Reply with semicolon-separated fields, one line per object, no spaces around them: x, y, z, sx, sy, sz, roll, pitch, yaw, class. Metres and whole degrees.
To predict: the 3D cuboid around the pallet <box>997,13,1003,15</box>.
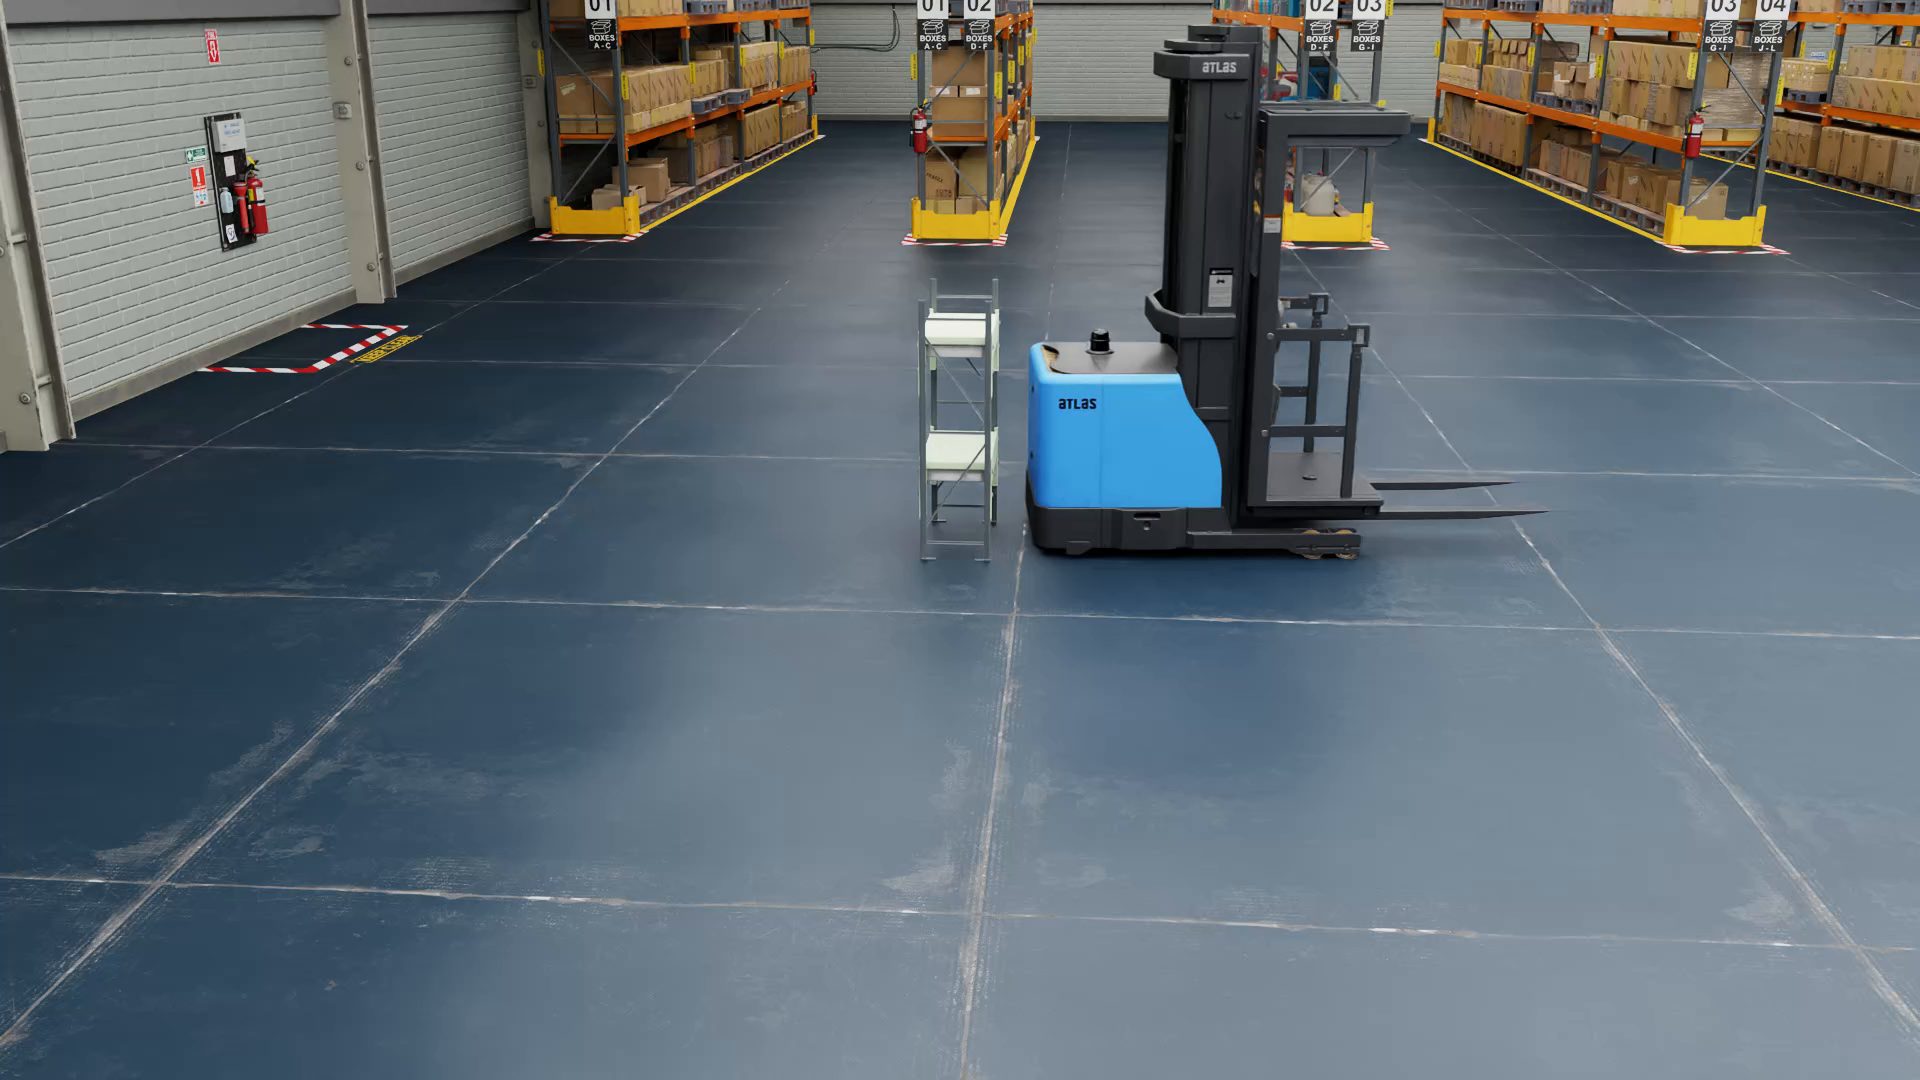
0.285;-8.357;26.100;0.805;0.209;1.217;1;18;2;pallet

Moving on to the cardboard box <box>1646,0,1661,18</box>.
9.719;-7.264;22.697;0.500;0.250;0.500;1;18;3;cardboard box

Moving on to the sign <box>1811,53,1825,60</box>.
21.197;-11.932;41.086;0.327;0.218;0.001;1;18;4;sign

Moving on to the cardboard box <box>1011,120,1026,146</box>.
1.059;-8.094;33.117;0.500;0.500;0.500;1;18;4;cardboard box

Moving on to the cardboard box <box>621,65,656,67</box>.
-4.949;-7.011;25.507;0.500;0.500;0.500;1;18;3;cardboard box

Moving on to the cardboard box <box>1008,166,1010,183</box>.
0.549;-5.920;26.913;0.500;0.250;0.500;2;18;5;cardboard box

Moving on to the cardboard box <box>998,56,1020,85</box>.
0.710;-8.716;30.869;0.700;0.500;0.500;5;19;14;cardboard box

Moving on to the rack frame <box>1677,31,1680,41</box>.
15.915;-10.111;35.962;1.000;3.000;0.127;1;18;4;rack frame

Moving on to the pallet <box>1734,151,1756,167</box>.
15.574;-7.302;31.867;1.003;0.211;1.213;1;18;4;pallet

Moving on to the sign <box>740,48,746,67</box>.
-3.878;-8.603;29.630;0.100;0.325;0.005;1;18;4;sign

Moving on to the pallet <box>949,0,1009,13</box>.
0.199;-7.866;24.437;1.003;0.211;1.213;1;18;4;pallet

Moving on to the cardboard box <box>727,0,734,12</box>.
-4.202;-9.263;28.669;0.500;0.311;0.500;1;18;4;cardboard box

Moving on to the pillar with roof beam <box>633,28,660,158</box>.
-1.082;-10.470;27.425;9.100;9.000;0.400;1;18;4;pillar with roof beam

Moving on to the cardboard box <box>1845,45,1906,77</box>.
15.300;-8.010;27.784;0.700;0.500;0.500;1;18;4;cardboard box

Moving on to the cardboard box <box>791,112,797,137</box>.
-3.899;-8.899;35.605;0.700;0.500;0.500;2;18;5;cardboard box

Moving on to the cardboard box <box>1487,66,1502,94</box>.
10.371;-8.765;31.694;0.500;0.500;0.500;1;18;4;cardboard box

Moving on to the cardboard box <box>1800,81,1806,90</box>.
14.938;-7.947;29.088;0.380;0.149;0.250;1;18;4;cardboard box

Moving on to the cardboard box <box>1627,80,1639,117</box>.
10.015;-6.264;23.586;0.875;0.500;0.500;1;18;4;cardboard box

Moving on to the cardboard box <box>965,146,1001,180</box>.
0.340;-5.538;24.545;0.500;0.500;0.500;1;18;4;cardboard box

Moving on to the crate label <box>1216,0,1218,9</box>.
5.647;-11.439;35.437;0.408;0.251;0.502;1;18;4;crate label

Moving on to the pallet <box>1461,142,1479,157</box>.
10.821;-7.920;33.754;1.003;0.211;1.213;1;18;4;pallet

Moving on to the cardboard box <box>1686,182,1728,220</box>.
9.890;-4.489;22.145;0.500;0.500;0.500;5;19;14;cardboard box

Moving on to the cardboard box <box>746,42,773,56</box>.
-3.958;-9.588;32.491;0.500;0.250;0.500;2;18;5;cardboard box

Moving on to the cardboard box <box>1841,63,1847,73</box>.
15.585;-8.212;28.941;0.380;0.149;0.250;1;18;2;cardboard box

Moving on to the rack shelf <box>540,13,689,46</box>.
-4.850;-7.320;23.784;1.077;0.370;4.000;1;18;4;rack shelf

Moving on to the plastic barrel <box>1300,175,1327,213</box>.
4.895;-4.773;22.994;0.421;0.512;0.421;0;18;0;plastic barrel

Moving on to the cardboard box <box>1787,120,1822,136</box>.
15.155;-7.370;29.732;0.500;0.250;0.500;2;18;5;cardboard box

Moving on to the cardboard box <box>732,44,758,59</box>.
-4.060;-9.112;31.040;0.500;0.250;0.500;1;18;4;cardboard box

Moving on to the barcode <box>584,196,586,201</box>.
-5.252;-4.778;23.286;0.001;0.075;0.075;1;18;4;barcode

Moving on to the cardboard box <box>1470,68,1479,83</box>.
10.459;-9.224;33.018;0.500;0.250;0.500;1;18;3;cardboard box

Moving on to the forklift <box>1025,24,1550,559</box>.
1.933;-1.447;9.633;3.031;2.935;1.130;0;18;-1;forklift

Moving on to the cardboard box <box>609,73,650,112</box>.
-4.614;-6.205;23.046;0.500;0.500;0.500;1;18;4;cardboard box

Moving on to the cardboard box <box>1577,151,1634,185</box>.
10.234;-5.885;26.374;0.700;0.500;0.500;1;18;4;cardboard box

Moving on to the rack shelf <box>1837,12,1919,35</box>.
15.199;-8.089;26.129;1.077;0.370;4.000;1;18;4;rack shelf

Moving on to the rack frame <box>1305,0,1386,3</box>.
4.888;-8.245;20.634;1.000;3.000;0.127;1;18;4;rack frame

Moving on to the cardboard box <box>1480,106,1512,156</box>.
10.600;-7.724;31.415;1.225;0.875;0.875;1;18;2;cardboard box

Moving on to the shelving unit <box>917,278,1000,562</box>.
0.000;-0.711;9.683;0.431;1.500;0.755;1;18;4;shelving unit

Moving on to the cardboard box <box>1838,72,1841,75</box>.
15.610;-8.161;29.262;0.380;0.149;0.250;1;18;2;cardboard box

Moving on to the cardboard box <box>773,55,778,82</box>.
-3.915;-9.392;33.097;0.500;0.500;0.500;1;18;3;cardboard box

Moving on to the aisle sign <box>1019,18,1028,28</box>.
1.405;-11.725;36.714;0.394;0.787;0.004;1;18;4;aisle sign

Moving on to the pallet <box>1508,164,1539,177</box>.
10.534;-6.686;29.990;1.003;0.211;1.213;1;18;4;pallet

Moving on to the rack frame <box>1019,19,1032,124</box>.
1.095;-10.475;37.075;1.000;3.000;0.127;1;18;4;rack frame

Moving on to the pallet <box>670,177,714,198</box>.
-4.652;-5.774;27.207;1.003;0.211;1.213;1;18;4;pallet

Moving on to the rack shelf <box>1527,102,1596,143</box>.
10.259;-6.805;27.030;1.077;0.370;4.000;1;18;4;rack shelf

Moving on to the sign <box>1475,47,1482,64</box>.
10.135;-9.472;32.494;0.100;0.325;0.005;1;18;4;sign

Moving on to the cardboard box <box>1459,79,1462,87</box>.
10.476;-9.392;34.173;0.380;0.149;0.250;1;18;3;cardboard box

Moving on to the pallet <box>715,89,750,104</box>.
-4.365;-7.785;29.173;1.213;0.211;1.003;1;18;4;pallet

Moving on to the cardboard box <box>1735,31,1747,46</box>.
15.393;-9.685;32.417;0.500;0.500;0.500;1;18;2;cardboard box

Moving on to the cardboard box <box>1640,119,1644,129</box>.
9.733;-5.802;23.215;0.380;0.149;0.250;1;18;4;cardboard box
